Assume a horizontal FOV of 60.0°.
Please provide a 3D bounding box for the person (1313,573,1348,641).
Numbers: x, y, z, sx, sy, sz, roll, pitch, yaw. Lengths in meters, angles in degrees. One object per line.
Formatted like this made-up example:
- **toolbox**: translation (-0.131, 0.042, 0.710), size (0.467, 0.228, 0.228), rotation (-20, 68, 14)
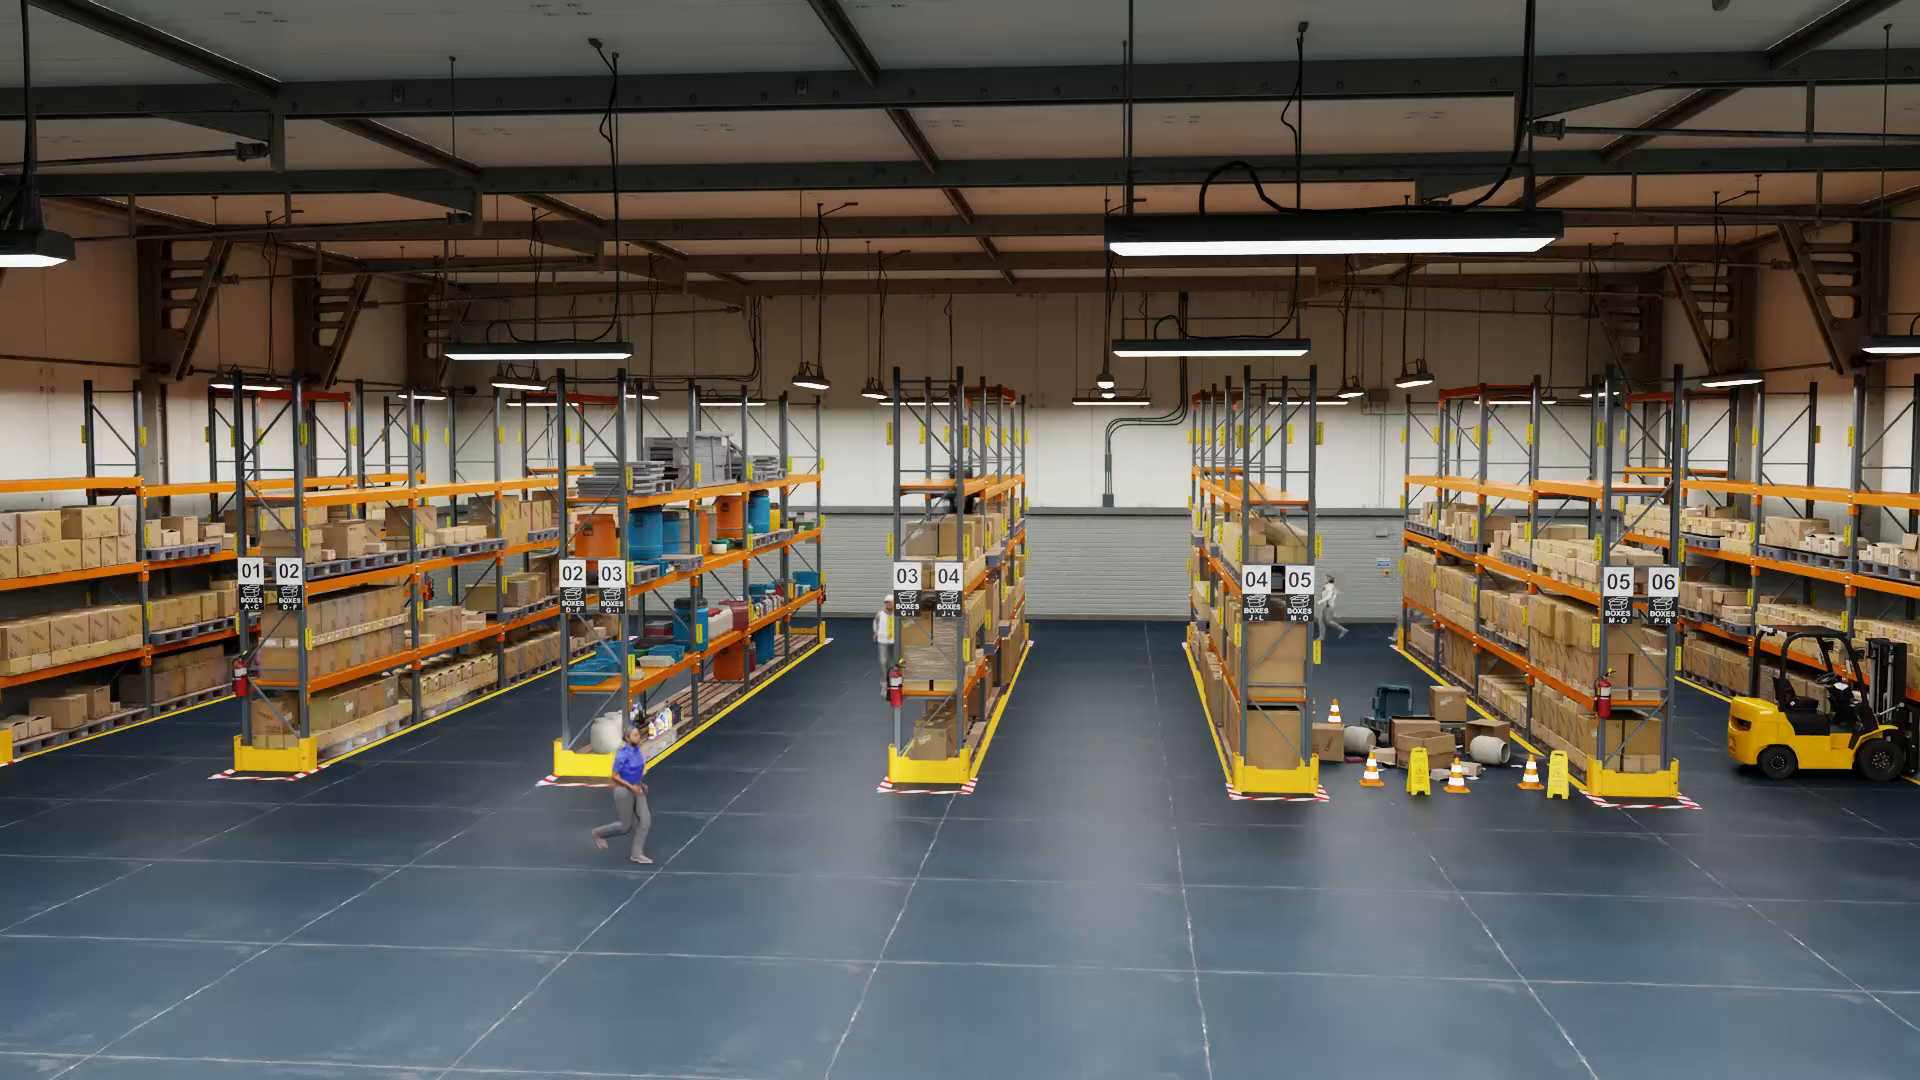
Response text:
- **person**: translation (9.032, 1.649, 40.563), size (0.796, 1.692, 0.638), rotation (1, 4, 13)

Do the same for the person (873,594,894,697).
- **person**: translation (-1.291, 1.914, 30.559), size (0.636, 1.833, 0.793), rotation (0, 4, 1)

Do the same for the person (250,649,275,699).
- **person**: translation (-11.797, 2.424, 28.272), size (0.535, 1.606, 0.851), rotation (-1, 4, -9)

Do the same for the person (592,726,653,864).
- **person**: translation (-3.950, 2.982, 19.570), size (0.768, 1.624, 0.565), rotation (1, 4, 23)

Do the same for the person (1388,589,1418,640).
- **person**: translation (10.861, 1.635, 40.376), size (0.913, 1.643, 0.658), rotation (1, 4, 17)
